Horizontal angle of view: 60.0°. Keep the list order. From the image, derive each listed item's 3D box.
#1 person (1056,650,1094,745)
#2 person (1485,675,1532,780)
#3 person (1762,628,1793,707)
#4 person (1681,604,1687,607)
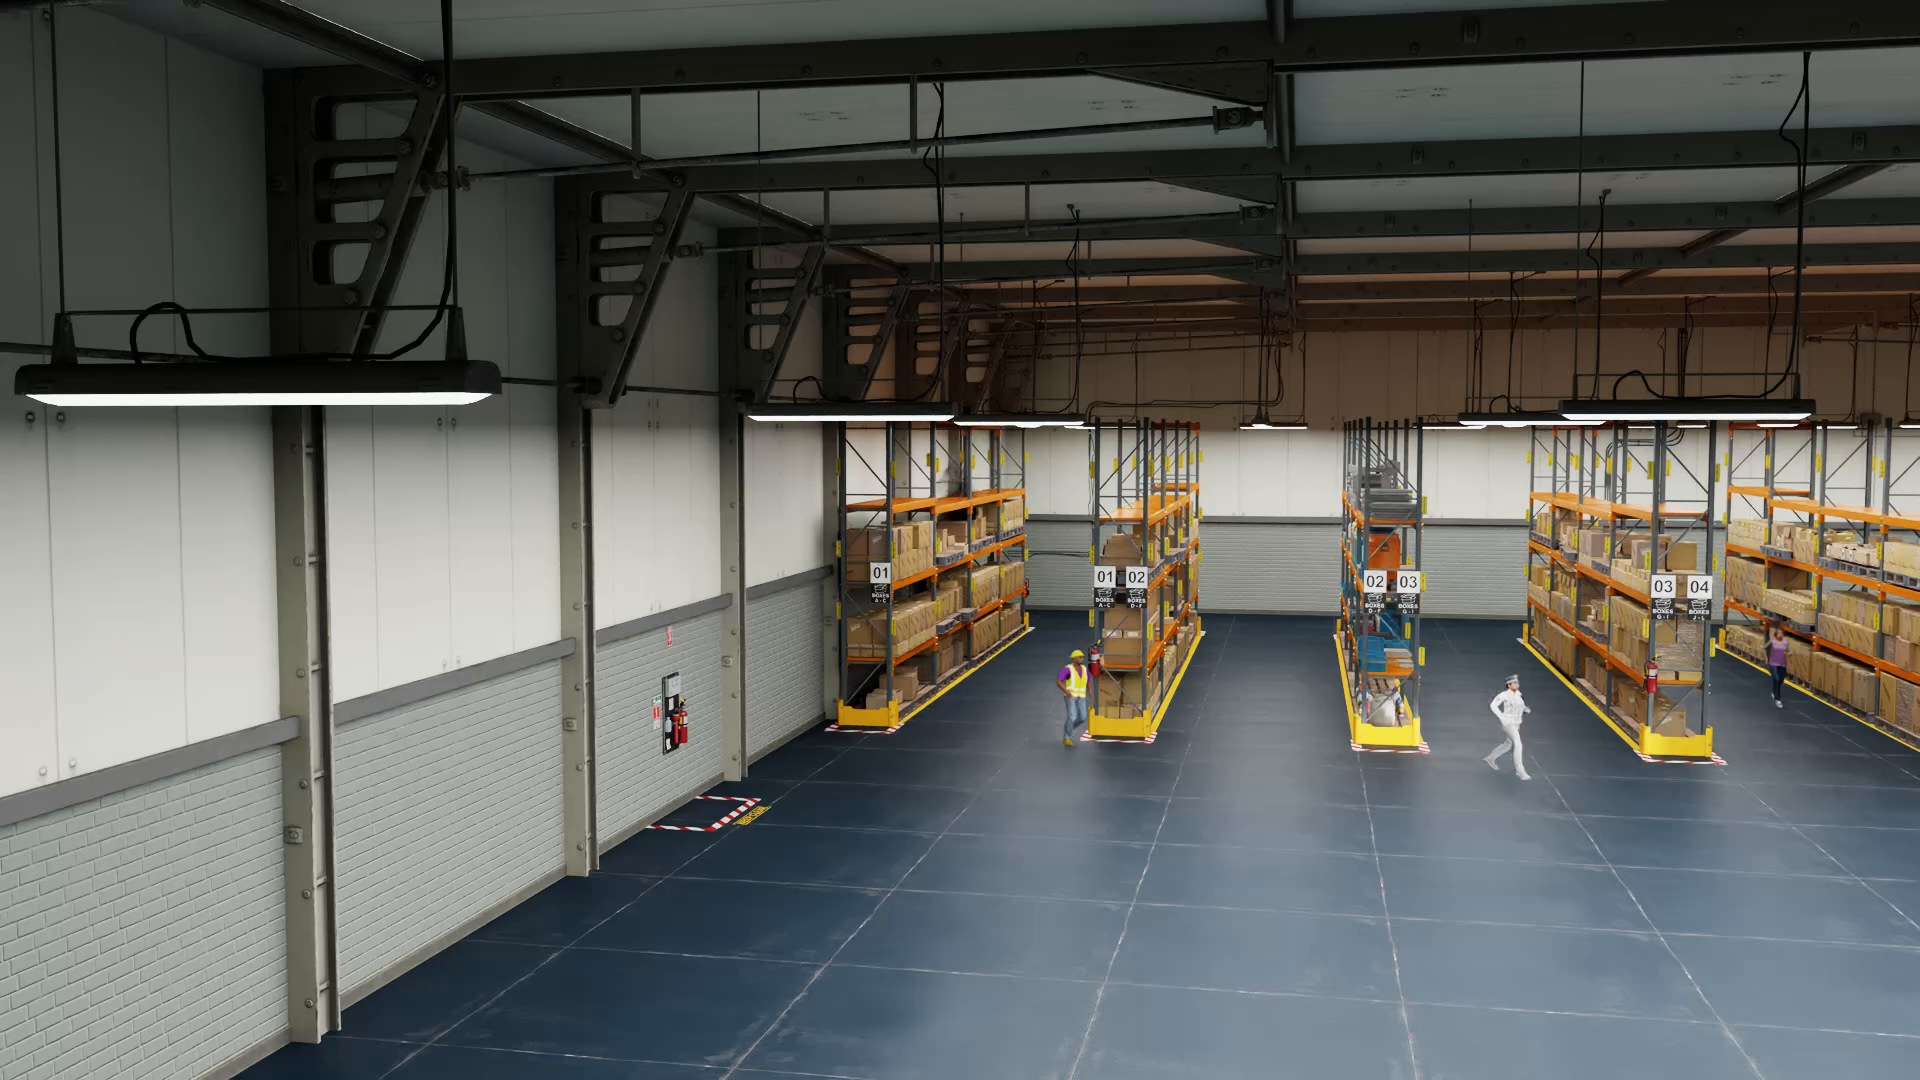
[{"bbox_3d":[2.138,2.886,30.526,0.776,1.715,0.514,-2,4,-29],"label":"person"},{"bbox_3d":[9.157,3.083,27.682,0.597,1.714,0.868,-3,5,-42],"label":"person"},{"bbox_3d":[17.113,2.649,34.792,0.531,1.582,0.871,1,4,8],"label":"person"},{"bbox_3d":[19.718,1.947,44.961,0.821,1.714,0.649,-1,4,-18],"label":"person"}]
